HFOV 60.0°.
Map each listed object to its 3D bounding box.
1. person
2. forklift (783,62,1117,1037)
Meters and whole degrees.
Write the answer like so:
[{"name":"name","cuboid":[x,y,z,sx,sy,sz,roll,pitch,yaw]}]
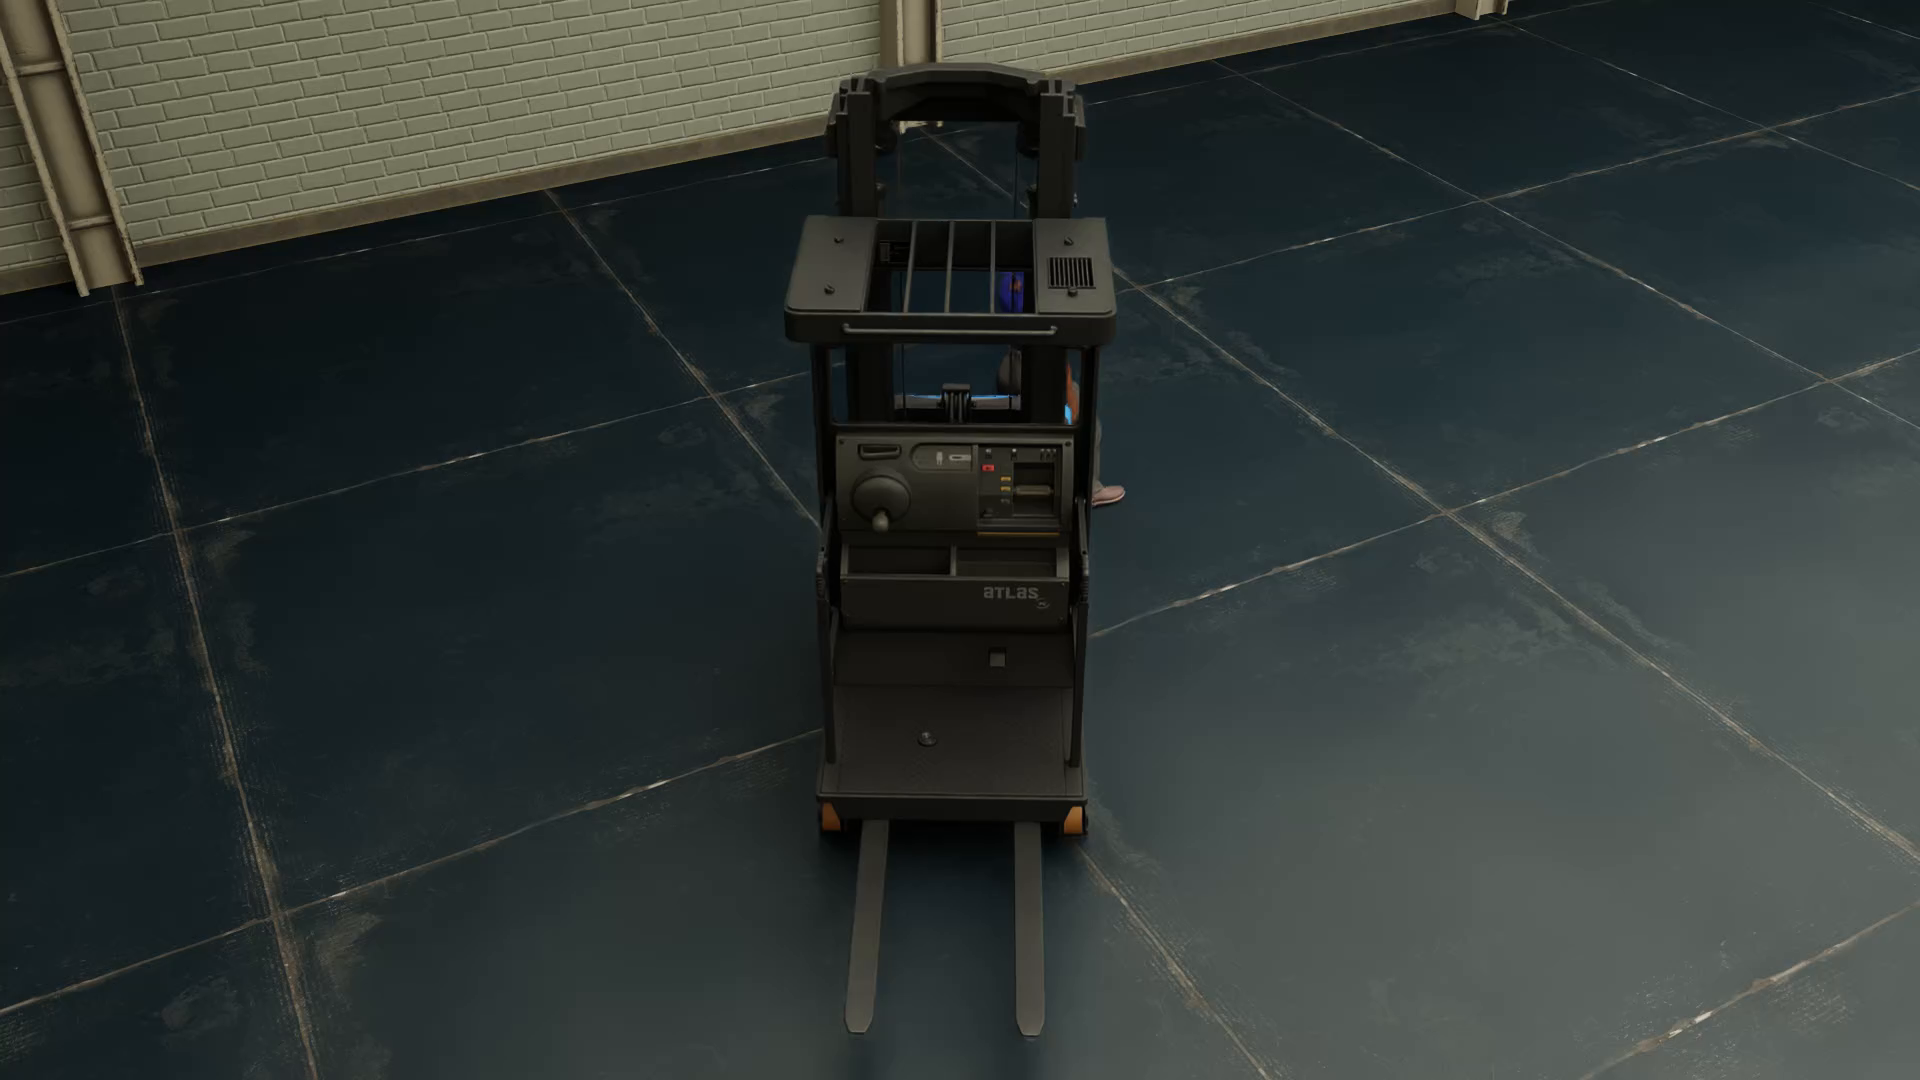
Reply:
[{"name":"person","cuboid":[0.449,-0.831,8.478,0.796,1.585,0.618,-26,43,-32]},{"name":"forklift","cuboid":[-0.024,-0.156,6.344,1.130,2.935,3.031,1,35,1]}]
